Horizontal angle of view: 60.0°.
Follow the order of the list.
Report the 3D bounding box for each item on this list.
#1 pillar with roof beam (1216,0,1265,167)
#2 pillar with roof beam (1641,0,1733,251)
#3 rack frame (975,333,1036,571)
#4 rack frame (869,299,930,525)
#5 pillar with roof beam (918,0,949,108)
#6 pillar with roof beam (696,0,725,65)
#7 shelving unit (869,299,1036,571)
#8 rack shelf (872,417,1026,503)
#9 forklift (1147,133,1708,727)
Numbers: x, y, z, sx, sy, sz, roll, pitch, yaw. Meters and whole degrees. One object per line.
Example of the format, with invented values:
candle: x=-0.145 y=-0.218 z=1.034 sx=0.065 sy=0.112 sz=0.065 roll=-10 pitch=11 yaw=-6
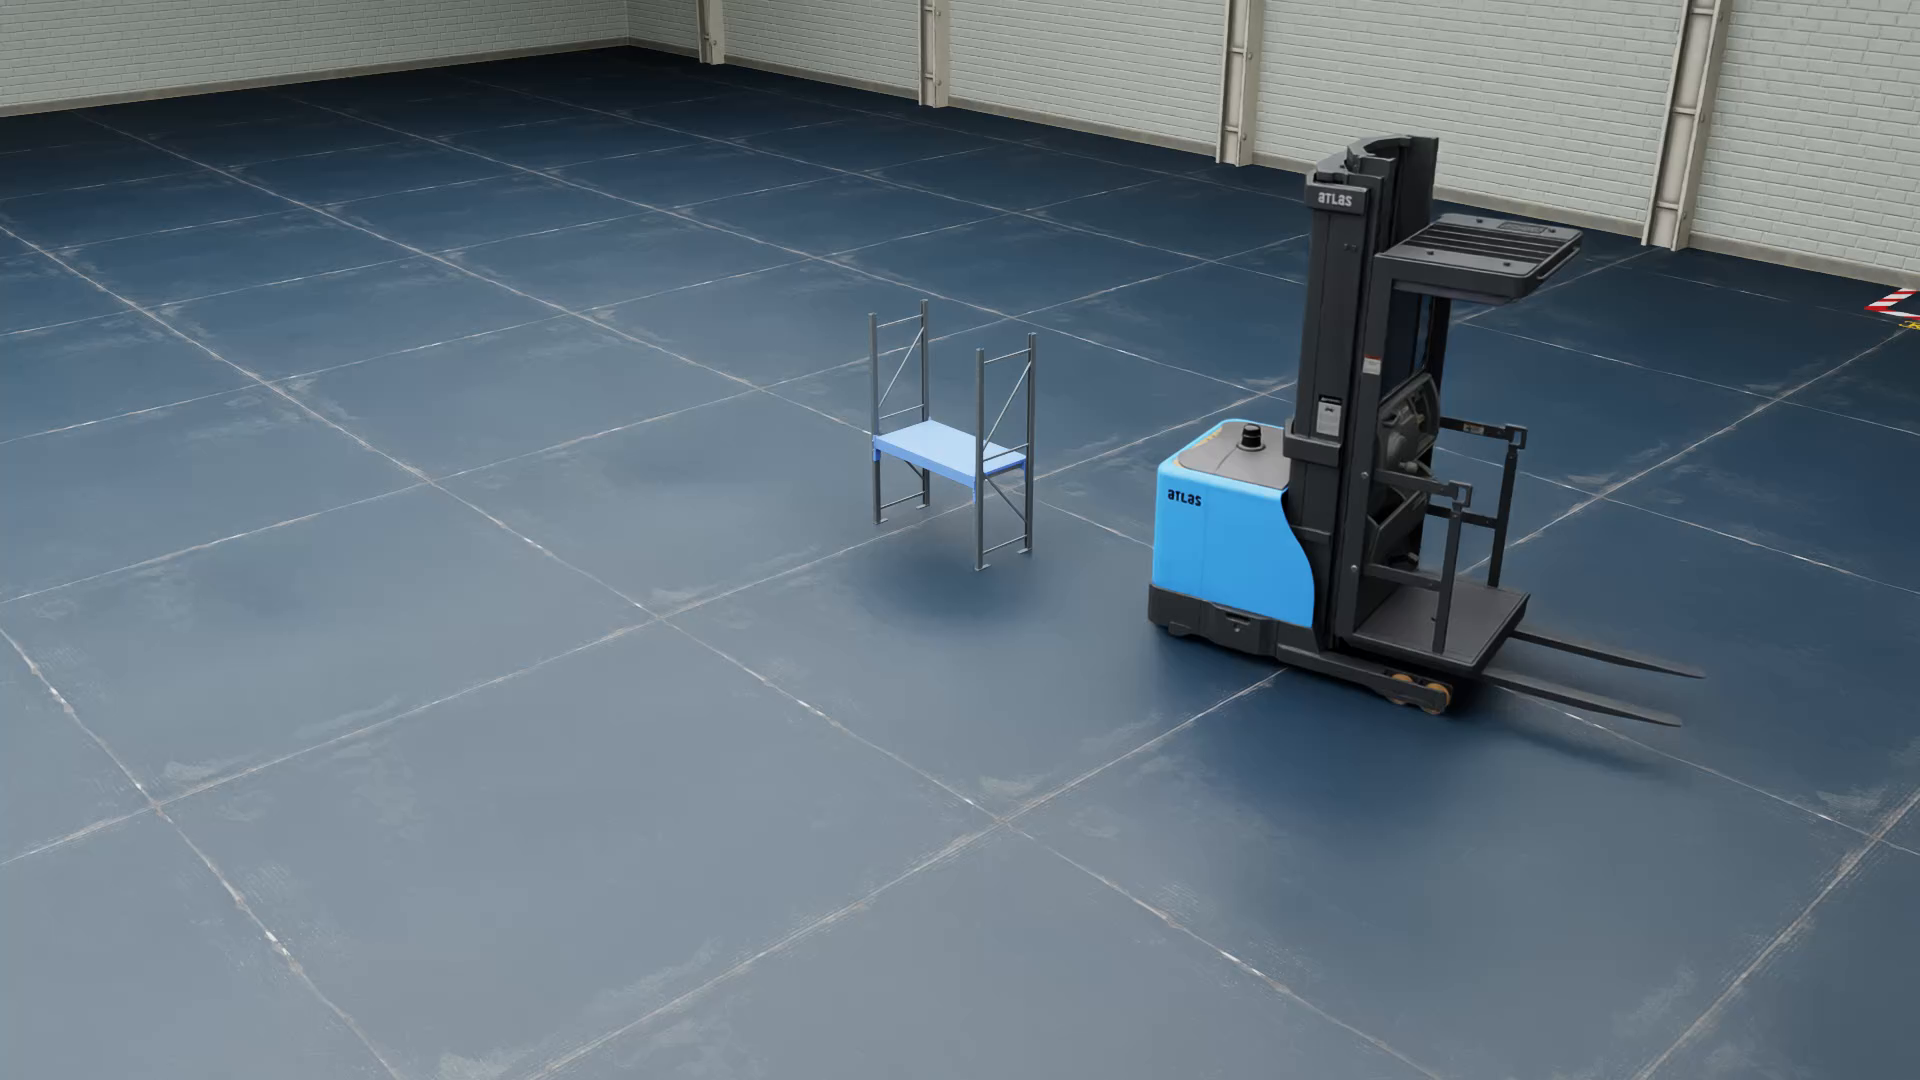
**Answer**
pillar with roof beam: x=0.548 y=-7.948 z=17.831 sx=9.100 sy=9.000 sz=0.400 roll=-21 pitch=32 yaw=-38
pillar with roof beam: x=4.649 y=-6.131 z=13.846 sx=9.100 sy=9.000 sz=0.400 roll=-21 pitch=32 yaw=-38
rack frame: x=0.289 y=-0.554 z=10.658 sx=0.500 sy=1.500 sz=0.032 roll=-21 pitch=32 yaw=-38
rack frame: x=-0.406 y=-0.862 z=11.333 sx=0.500 sy=1.500 sz=0.032 roll=-21 pitch=32 yaw=-38
pillar with roof beam: x=-3.553 y=-9.766 z=21.816 sx=9.100 sy=9.000 sz=0.400 roll=-21 pitch=32 yaw=-38
pillar with roof beam: x=-7.654 y=-11.584 z=25.800 sx=9.100 sy=9.000 sz=0.400 roll=-21 pitch=32 yaw=-38
shelving unit: x=-0.058 y=-0.708 z=10.995 sx=0.538 sy=1.500 sz=1.048 roll=-21 pitch=32 yaw=-38
rack shelf: x=-0.058 y=-0.545 z=11.070 sx=0.538 sy=0.185 sz=1.000 roll=-21 pitch=32 yaw=-38
forklift: x=2.647 y=-0.627 z=9.093 sx=3.031 sy=2.935 sz=1.130 roll=15 pitch=29 yaw=30
